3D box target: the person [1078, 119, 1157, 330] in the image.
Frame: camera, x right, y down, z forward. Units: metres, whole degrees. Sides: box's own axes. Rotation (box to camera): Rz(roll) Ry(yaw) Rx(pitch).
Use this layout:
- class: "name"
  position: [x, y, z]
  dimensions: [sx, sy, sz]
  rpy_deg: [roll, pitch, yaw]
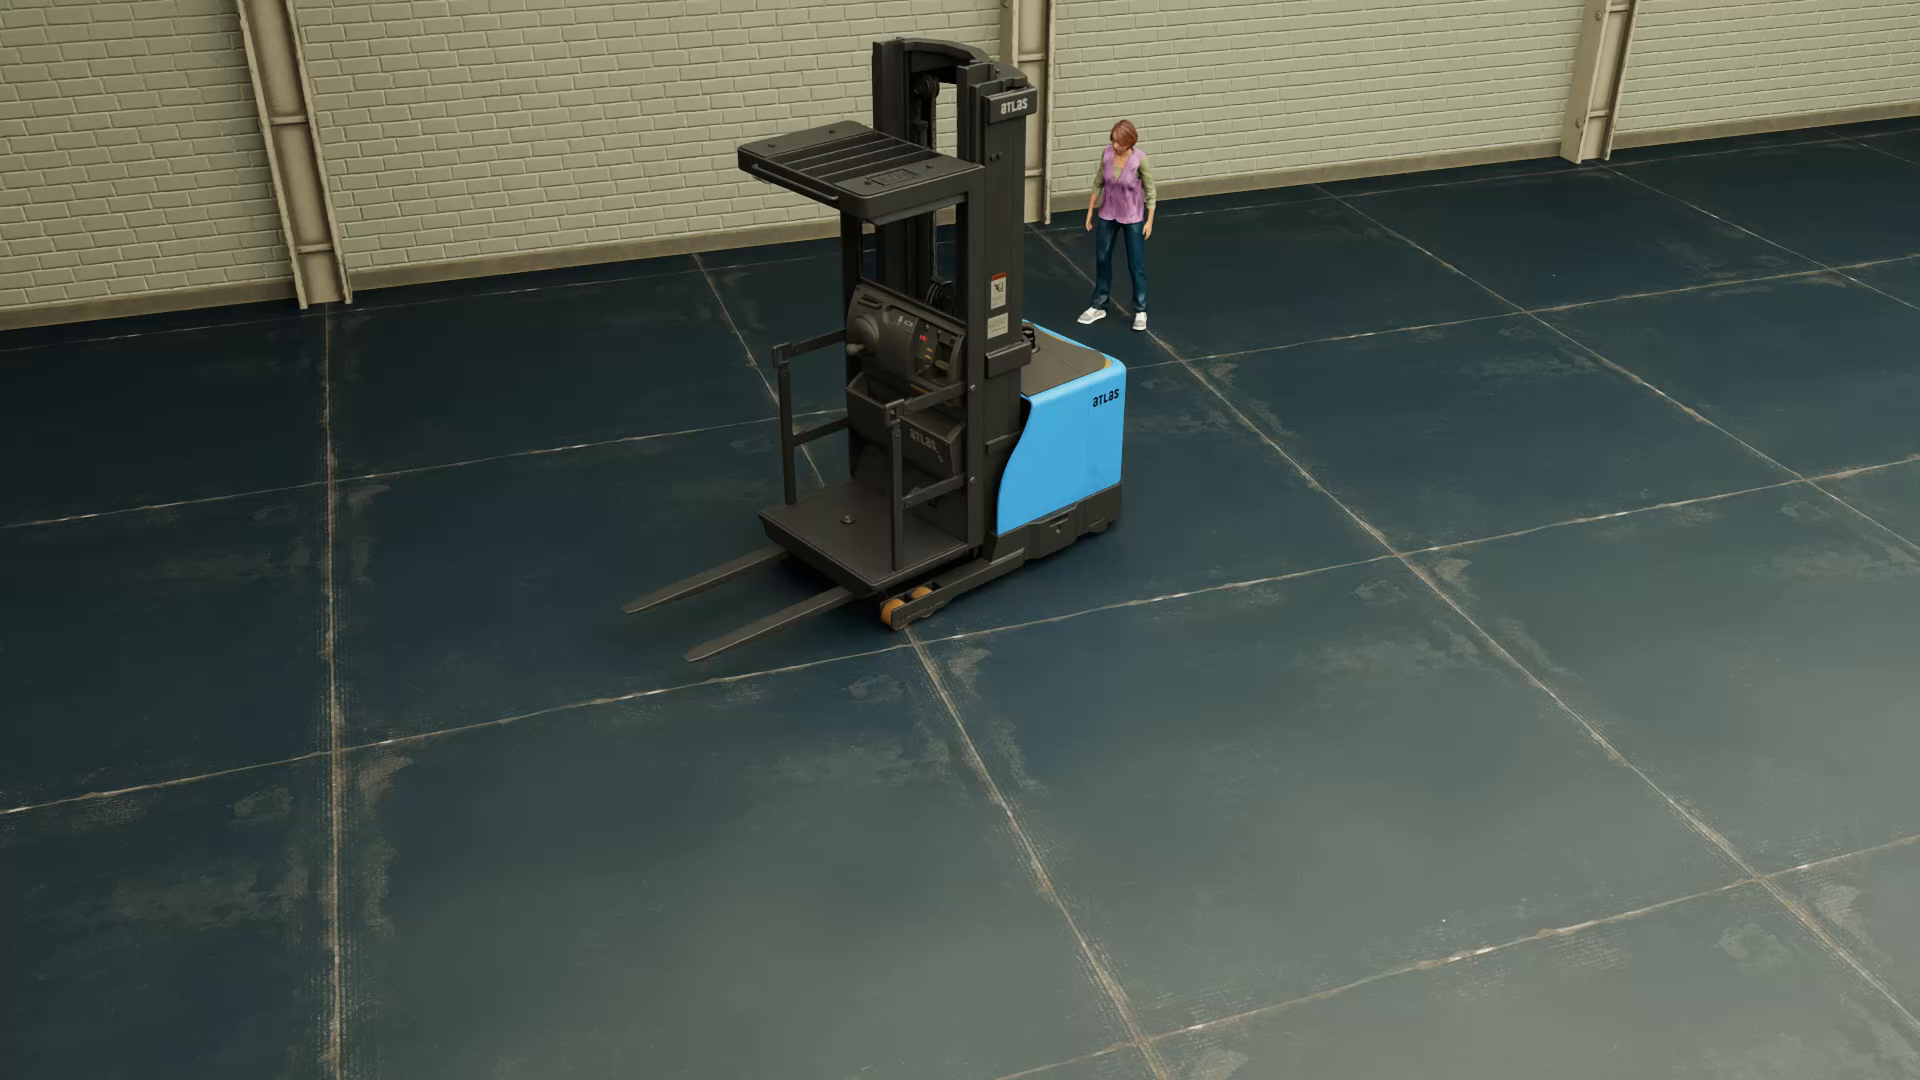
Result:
- class: "person"
  position: [1.223, -2.408, 12.614]
  dimensions: [0.541, 1.604, 0.389]
  rpy_deg: [14, 33, 23]

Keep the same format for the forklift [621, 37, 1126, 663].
- class: "forklift"
  position: [-0.461, -1.072, 8.951]
  dimensions: [3.031, 2.935, 1.130]
  rpy_deg: [-23, 37, -34]
